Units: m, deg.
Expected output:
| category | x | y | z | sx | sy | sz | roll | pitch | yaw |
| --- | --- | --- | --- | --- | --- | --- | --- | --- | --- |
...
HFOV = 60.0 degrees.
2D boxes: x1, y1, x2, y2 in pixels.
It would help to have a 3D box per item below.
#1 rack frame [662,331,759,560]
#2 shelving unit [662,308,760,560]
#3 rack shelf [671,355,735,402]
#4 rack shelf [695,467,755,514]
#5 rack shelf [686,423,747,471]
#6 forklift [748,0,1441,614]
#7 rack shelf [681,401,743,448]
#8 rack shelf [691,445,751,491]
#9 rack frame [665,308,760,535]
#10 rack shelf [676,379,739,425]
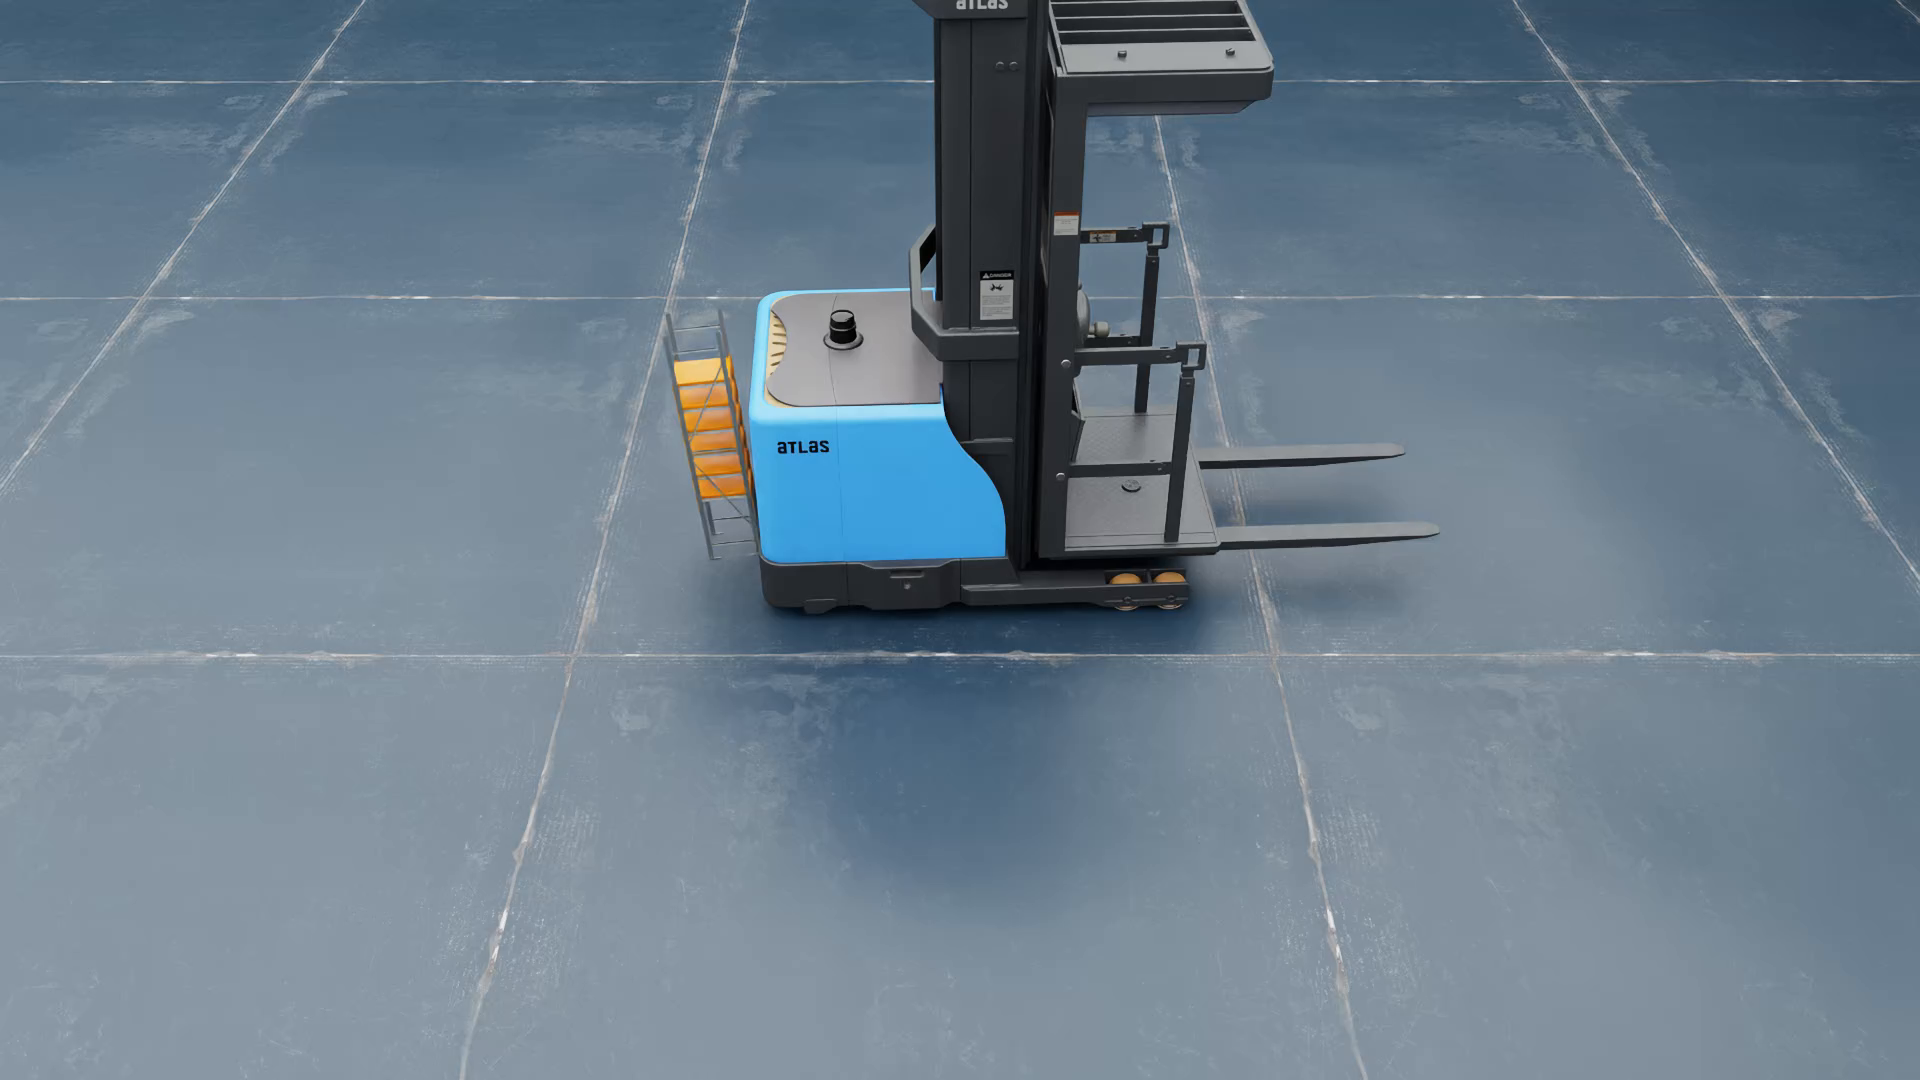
| category | x | y | z | sx | sy | sz | roll | pitch | yaw |
| --- | --- | --- | --- | --- | --- | --- | --- | --- | --- |
| rack frame | -1.071 | -0.388 | 7.261 | 0.240 | 1.200 | 0.006 | -6 | 39 | -1 |
| shelving unit | -1.078 | -0.445 | 7.332 | 0.258 | 1.200 | 0.189 | -6 | 39 | -1 |
| rack shelf | -1.100 | -0.690 | 7.135 | 0.258 | 0.103 | 0.180 | -6 | 39 | -1 |
| rack shelf | -1.058 | -0.224 | 7.511 | 0.258 | 0.103 | 0.180 | -6 | 39 | -1 |
| rack shelf | -1.075 | -0.411 | 7.360 | 0.258 | 0.103 | 0.180 | -6 | 39 | -1 |
| forklift | 0.621 | -1.163 | 6.857 | 3.031 | 2.935 | 1.130 | -2 | 39 | -2 |
| rack shelf | -1.083 | -0.504 | 7.285 | 0.258 | 0.103 | 0.180 | -6 | 39 | -1 |
| rack shelf | -1.066 | -0.318 | 7.435 | 0.258 | 0.103 | 0.180 | -6 | 39 | -1 |
| rack frame | -1.085 | -0.502 | 7.404 | 0.240 | 1.200 | 0.006 | -6 | 39 | -1 |
| rack shelf | -1.091 | -0.597 | 7.210 | 0.258 | 0.103 | 0.180 | -6 | 39 | -1 |
